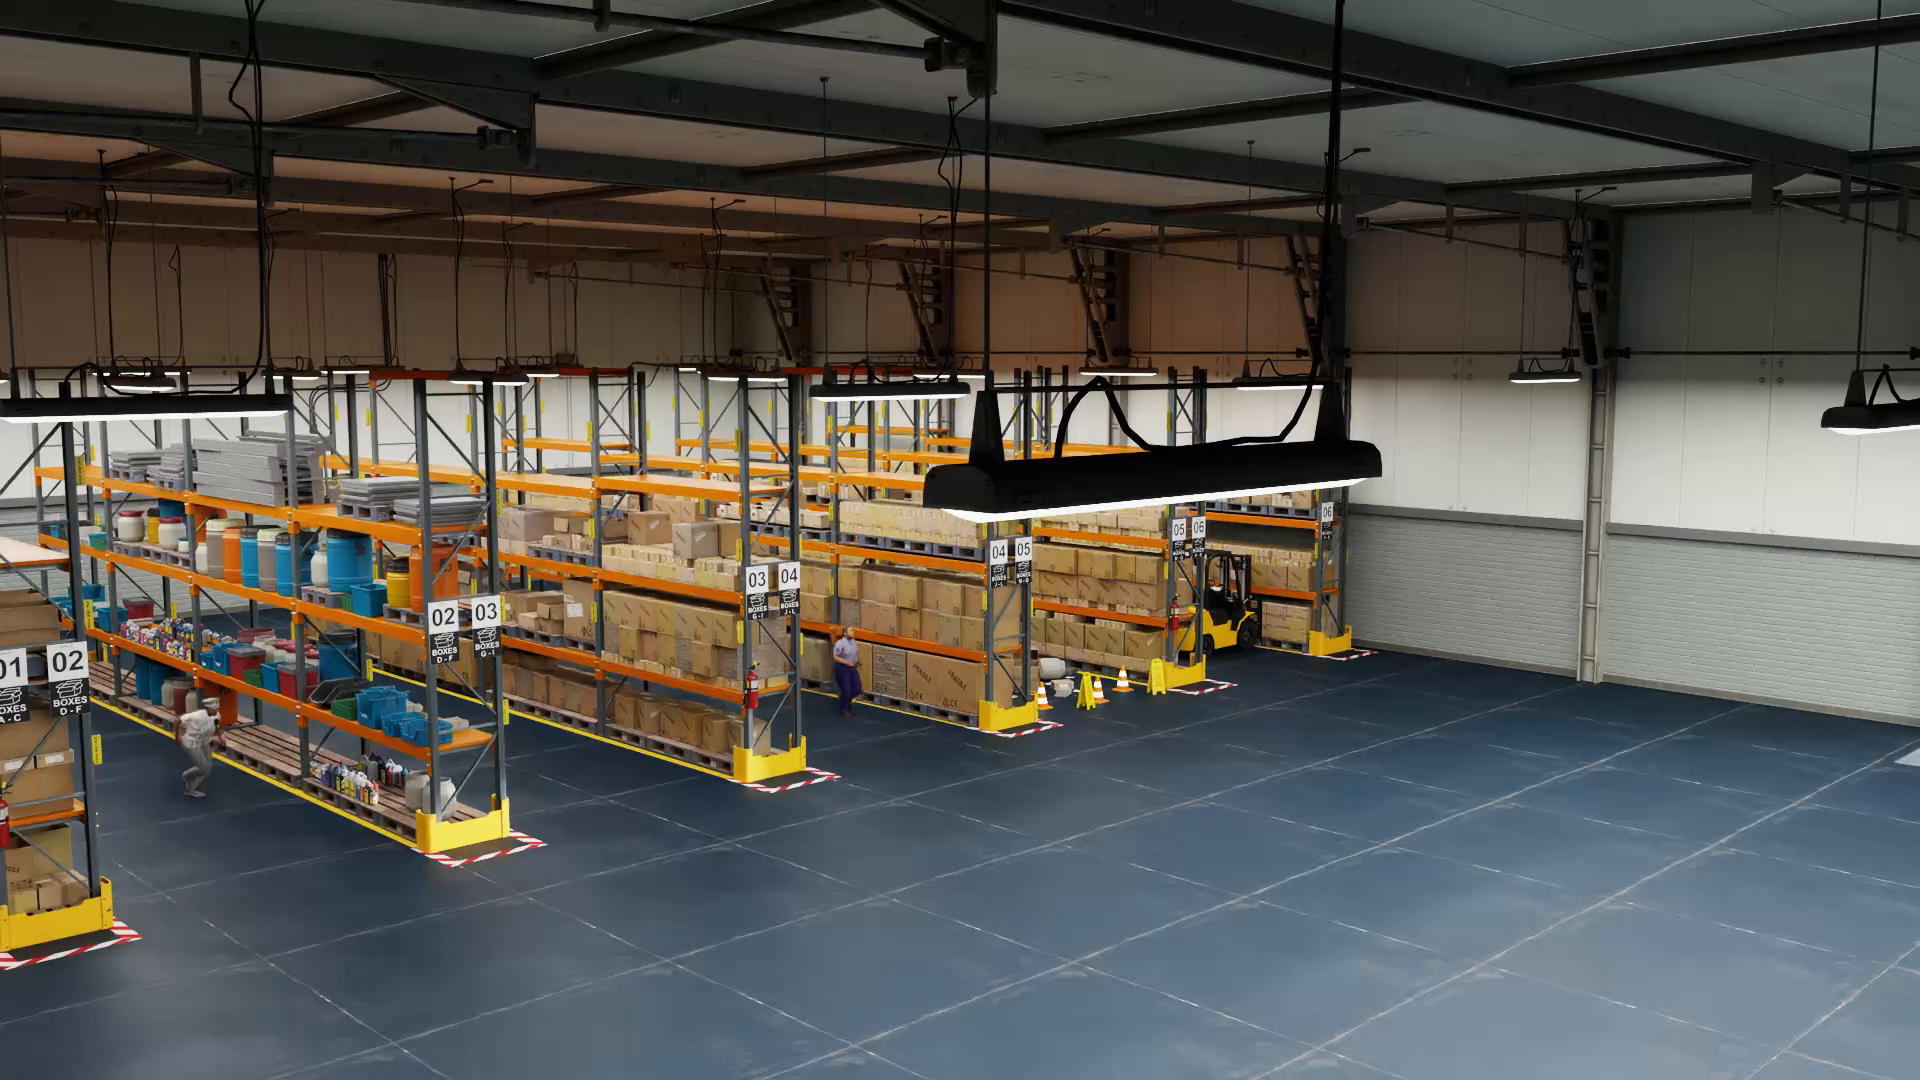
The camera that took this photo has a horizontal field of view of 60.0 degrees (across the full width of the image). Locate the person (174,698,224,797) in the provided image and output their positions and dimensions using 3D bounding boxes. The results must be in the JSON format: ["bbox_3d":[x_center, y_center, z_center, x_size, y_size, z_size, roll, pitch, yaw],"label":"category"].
[{"bbox_3d":[-10.763,2.952,23.543,0.779,1.485,0.596,3,7,26],"label":"person"}]

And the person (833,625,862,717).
[{"bbox_3d":[-1.941,2.283,28.870,0.563,1.613,0.590,6,9,42],"label":"person"}]
